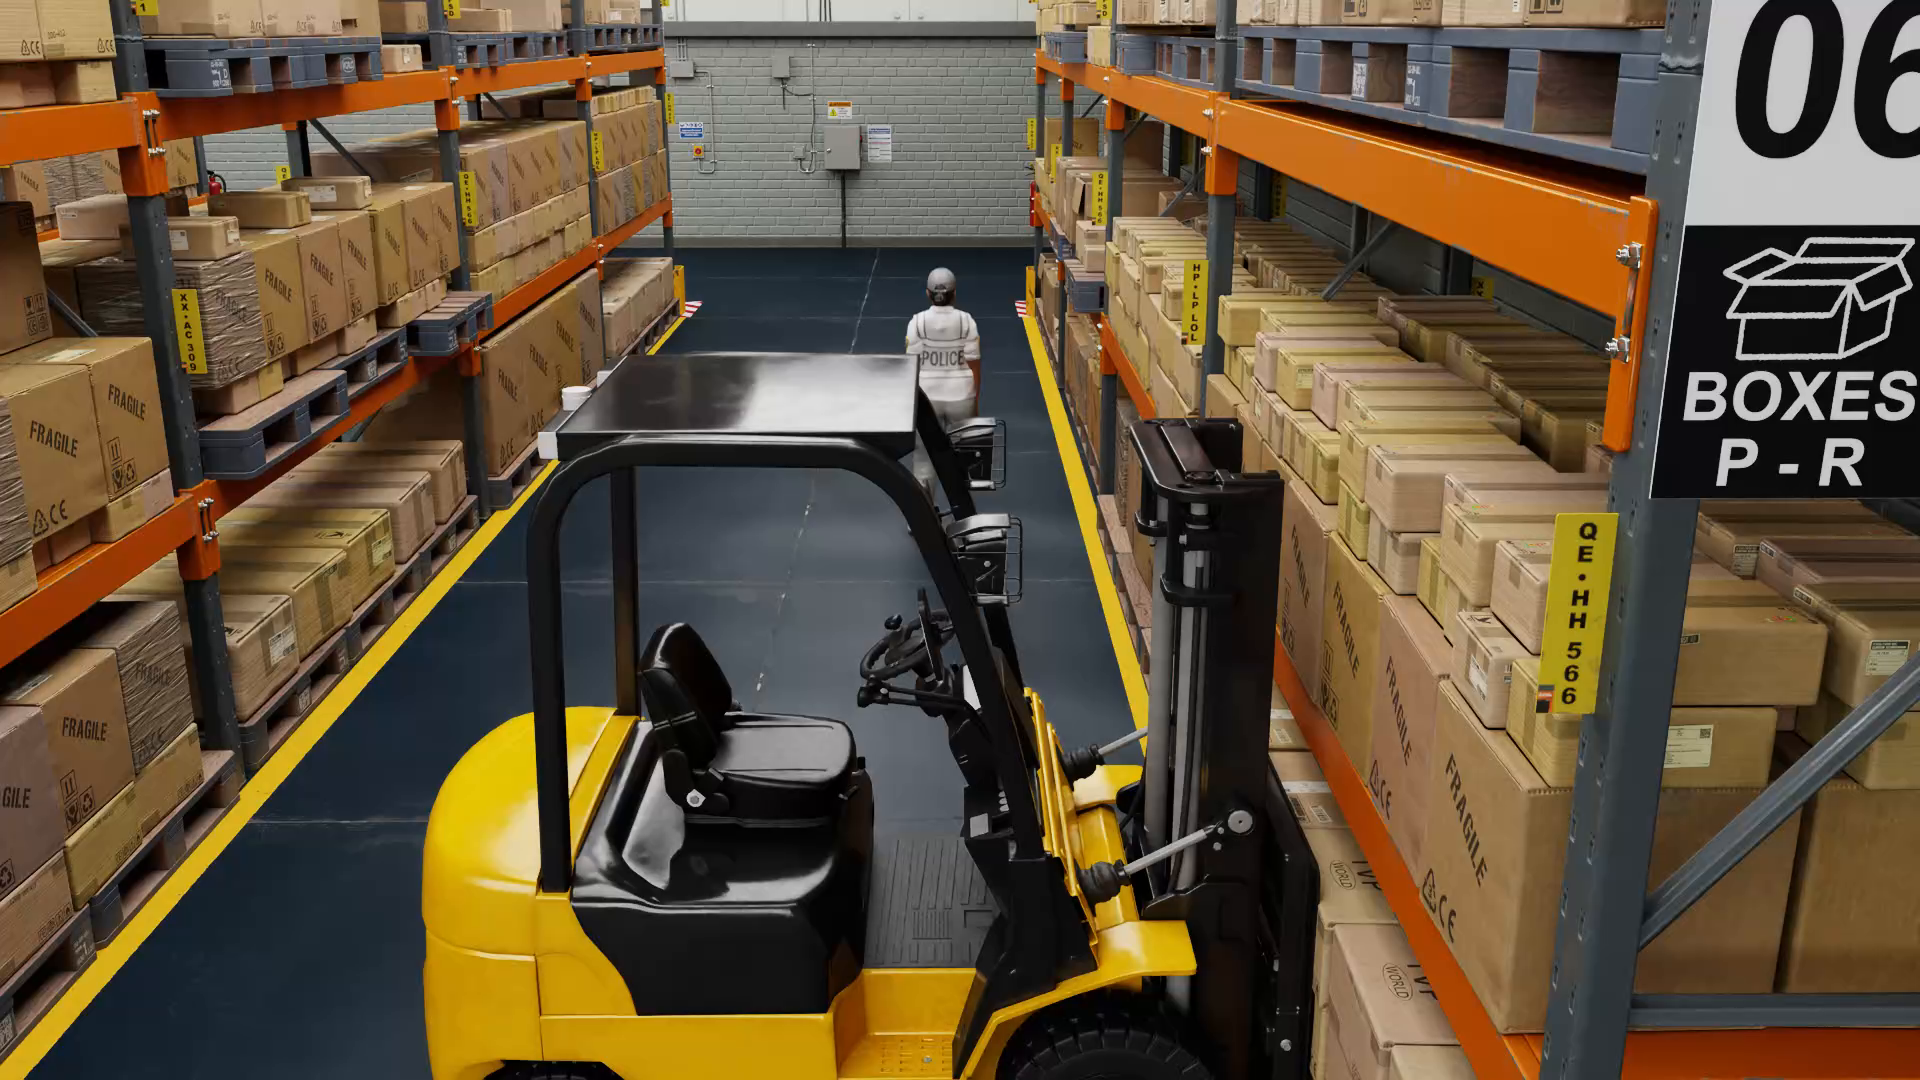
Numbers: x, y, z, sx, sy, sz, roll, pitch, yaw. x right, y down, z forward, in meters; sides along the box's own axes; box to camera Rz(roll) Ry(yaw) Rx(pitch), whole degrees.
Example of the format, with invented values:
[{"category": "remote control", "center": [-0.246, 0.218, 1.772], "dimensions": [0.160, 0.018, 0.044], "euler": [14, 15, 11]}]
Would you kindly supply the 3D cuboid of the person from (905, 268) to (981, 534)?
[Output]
[{"category": "person", "center": [-0.110, -0.831, 10.179], "dimensions": [0.472, 1.667, 0.383], "euler": [-2, 17, -8]}]
